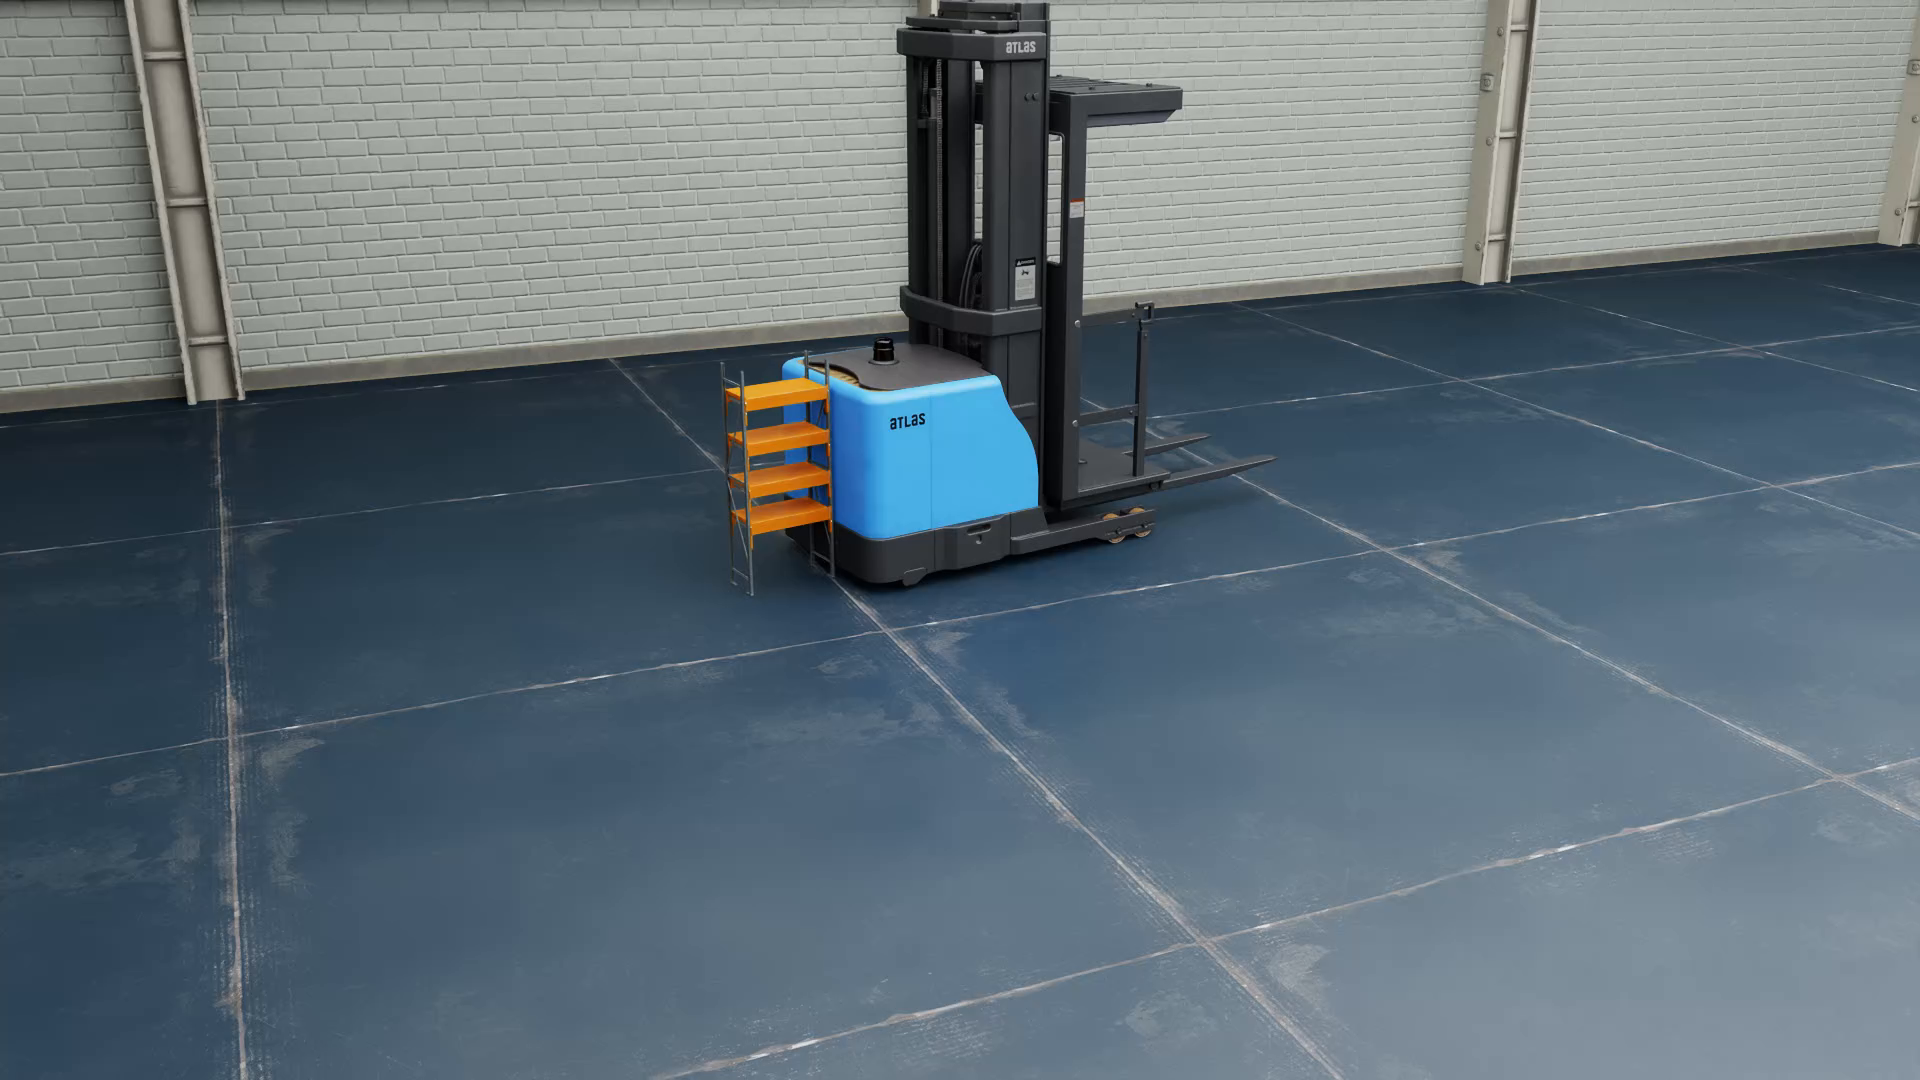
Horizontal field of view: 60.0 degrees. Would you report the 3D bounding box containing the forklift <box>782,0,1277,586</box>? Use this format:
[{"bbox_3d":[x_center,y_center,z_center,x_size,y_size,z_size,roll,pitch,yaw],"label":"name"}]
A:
[{"bbox_3d":[0.522,-1.497,9.362,3.031,2.935,1.130,-12,23,-31],"label":"forklift"}]

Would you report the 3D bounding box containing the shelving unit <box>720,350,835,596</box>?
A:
[{"bbox_3d":[-0.949,-0.351,8.712,0.503,1.200,0.258,-13,23,-32],"label":"shelving unit"}]

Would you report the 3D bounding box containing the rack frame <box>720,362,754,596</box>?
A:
[{"bbox_3d":[-1.152,-0.306,8.584,0.015,1.200,0.240,-13,23,-32],"label":"rack frame"}]

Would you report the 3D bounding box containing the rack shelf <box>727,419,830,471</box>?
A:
[{"bbox_3d":[-0.949,-0.499,8.660,0.480,0.148,0.258,-13,23,-32],"label":"rack shelf"}]

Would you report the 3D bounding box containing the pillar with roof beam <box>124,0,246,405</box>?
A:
[{"bbox_3d":[-3.922,-4.012,7.366,0.400,9.000,9.100,-8,21,-22],"label":"pillar with roof beam"}]

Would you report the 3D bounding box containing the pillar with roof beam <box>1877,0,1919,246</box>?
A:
[{"bbox_3d":[12.606,-6.380,14.091,0.400,9.000,9.100,-8,21,-22],"label":"pillar with roof beam"}]

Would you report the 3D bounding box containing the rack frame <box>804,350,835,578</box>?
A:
[{"bbox_3d":[-0.747,-0.396,8.841,0.015,1.200,0.240,-13,23,-32],"label":"rack frame"}]

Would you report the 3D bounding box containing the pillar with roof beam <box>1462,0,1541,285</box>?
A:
[{"bbox_3d":[7.097,-5.590,11.850,0.400,9.000,9.100,-8,21,-22],"label":"pillar with roof beam"}]

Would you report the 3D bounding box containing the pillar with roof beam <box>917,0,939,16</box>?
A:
[{"bbox_3d":[1.587,-4.801,9.608,0.400,9.000,9.100,-8,21,-22],"label":"pillar with roof beam"}]

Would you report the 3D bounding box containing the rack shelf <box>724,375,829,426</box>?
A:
[{"bbox_3d":[-0.949,-0.722,8.582,0.480,0.148,0.258,-13,23,-32],"label":"rack shelf"}]

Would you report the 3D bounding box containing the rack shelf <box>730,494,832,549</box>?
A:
[{"bbox_3d":[-0.949,-0.100,8.801,0.480,0.148,0.258,-13,23,-32],"label":"rack shelf"}]

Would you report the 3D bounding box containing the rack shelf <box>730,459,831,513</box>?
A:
[{"bbox_3d":[-0.949,-0.288,8.735,0.480,0.148,0.258,-13,23,-32],"label":"rack shelf"}]
